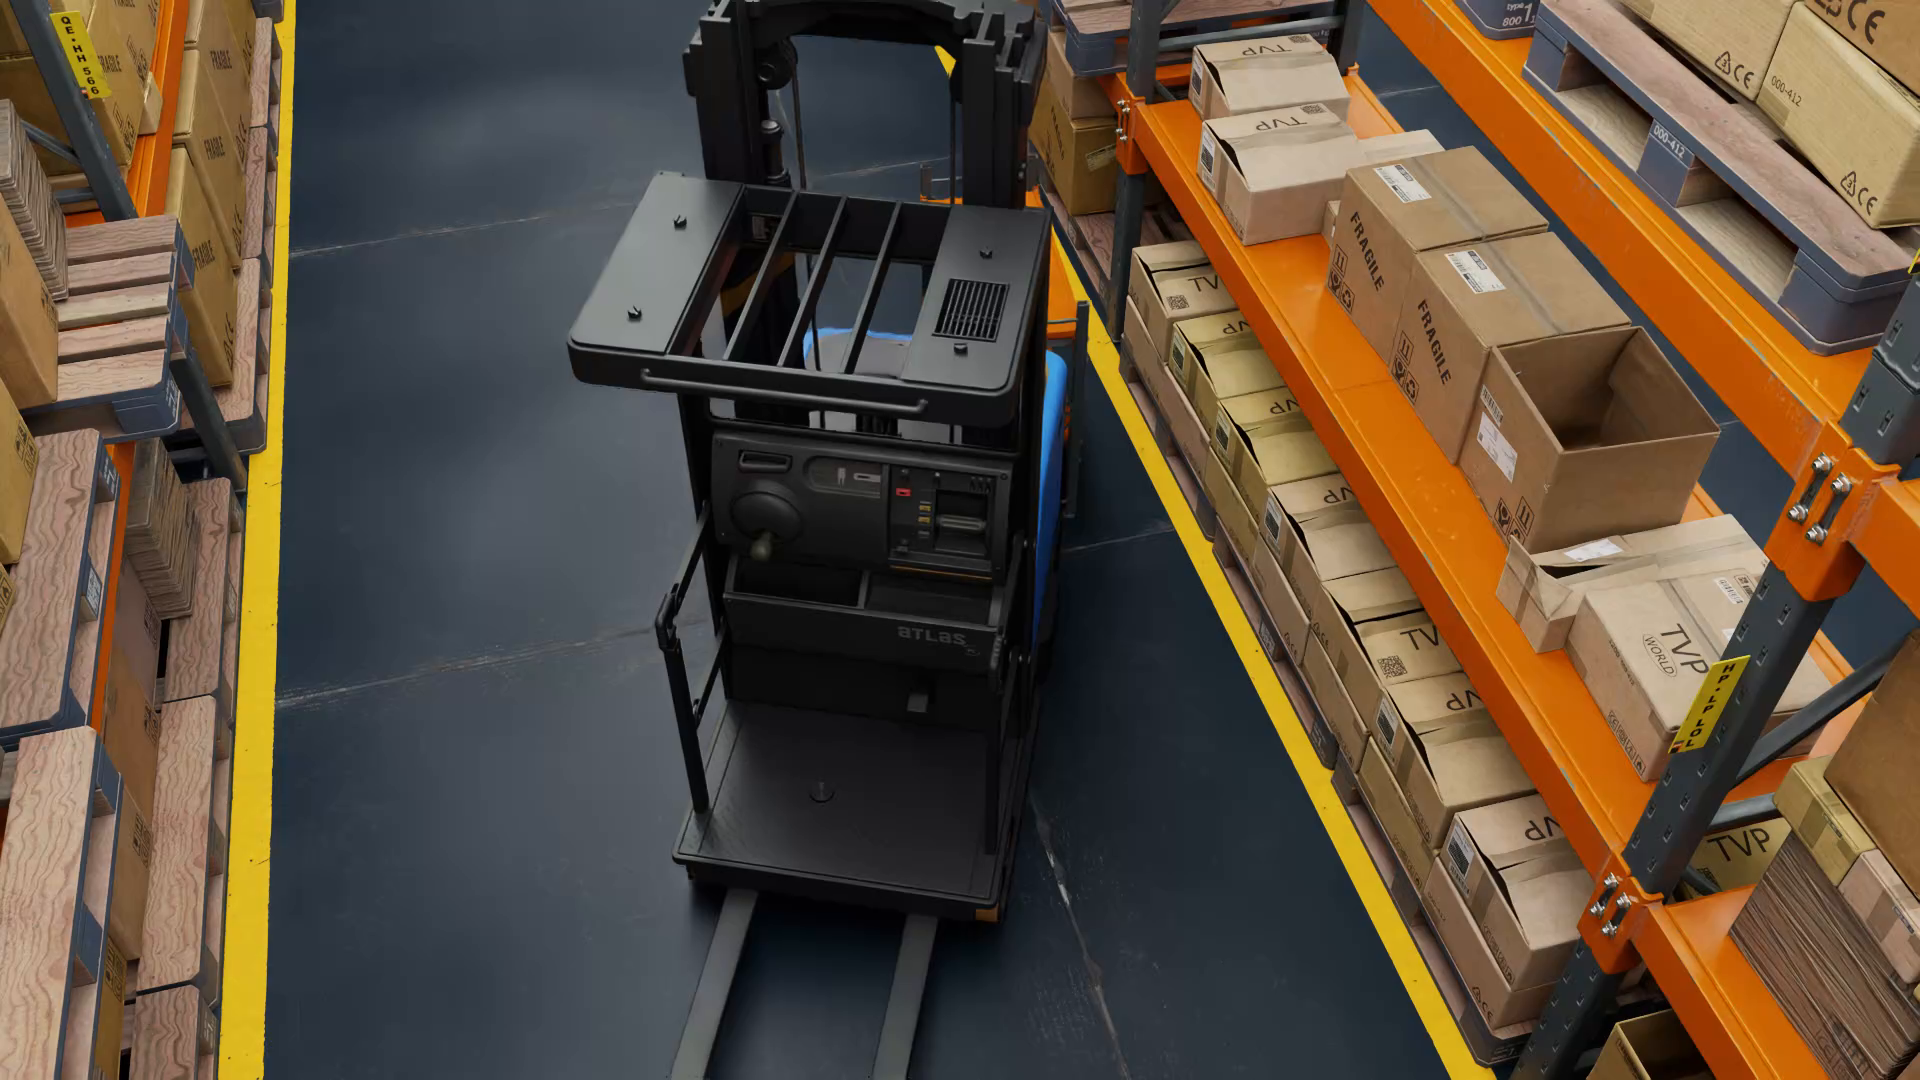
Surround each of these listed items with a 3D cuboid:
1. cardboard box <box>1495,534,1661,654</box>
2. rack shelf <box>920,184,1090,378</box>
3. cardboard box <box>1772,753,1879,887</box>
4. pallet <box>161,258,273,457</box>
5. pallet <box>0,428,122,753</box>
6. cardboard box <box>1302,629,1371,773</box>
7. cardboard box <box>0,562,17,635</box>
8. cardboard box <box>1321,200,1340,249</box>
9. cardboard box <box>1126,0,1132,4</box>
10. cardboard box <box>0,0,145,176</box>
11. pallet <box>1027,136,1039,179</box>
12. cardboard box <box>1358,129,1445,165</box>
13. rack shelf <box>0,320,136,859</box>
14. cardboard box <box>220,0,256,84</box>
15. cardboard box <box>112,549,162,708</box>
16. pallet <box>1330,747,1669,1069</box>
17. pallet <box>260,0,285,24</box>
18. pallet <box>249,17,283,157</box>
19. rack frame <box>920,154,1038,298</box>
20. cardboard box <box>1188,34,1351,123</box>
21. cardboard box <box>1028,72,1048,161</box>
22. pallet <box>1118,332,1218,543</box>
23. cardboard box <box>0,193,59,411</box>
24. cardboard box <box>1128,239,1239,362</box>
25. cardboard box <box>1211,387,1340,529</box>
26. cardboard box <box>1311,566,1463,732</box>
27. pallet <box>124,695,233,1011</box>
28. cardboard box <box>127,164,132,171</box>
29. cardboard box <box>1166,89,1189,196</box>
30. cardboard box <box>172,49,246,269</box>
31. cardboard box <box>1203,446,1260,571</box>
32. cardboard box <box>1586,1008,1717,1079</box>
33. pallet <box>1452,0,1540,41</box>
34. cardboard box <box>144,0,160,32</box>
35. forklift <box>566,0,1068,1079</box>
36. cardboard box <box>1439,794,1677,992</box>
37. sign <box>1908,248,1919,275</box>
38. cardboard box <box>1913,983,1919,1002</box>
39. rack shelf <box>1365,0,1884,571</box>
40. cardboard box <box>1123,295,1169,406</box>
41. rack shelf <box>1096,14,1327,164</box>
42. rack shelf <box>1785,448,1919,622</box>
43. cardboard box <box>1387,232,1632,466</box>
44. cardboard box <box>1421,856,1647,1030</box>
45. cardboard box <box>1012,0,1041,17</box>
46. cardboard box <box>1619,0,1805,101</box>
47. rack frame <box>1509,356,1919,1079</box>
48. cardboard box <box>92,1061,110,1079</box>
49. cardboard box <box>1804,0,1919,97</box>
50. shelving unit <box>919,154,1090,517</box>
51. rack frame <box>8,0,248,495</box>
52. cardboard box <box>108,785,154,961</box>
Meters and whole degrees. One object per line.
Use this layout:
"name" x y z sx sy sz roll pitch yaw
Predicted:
"cardboard box" 1.821 0.122 4.875 0.396 0.266 0.258 -12 47 -11
"rack shelf" 0.162 -1.043 6.825 0.538 0.278 1.000 -7 46 -6
"cardboard box" 2.105 0.607 3.781 0.380 0.149 0.250 -11 47 -10
"pallet" -3.717 -0.787 7.624 1.003 0.211 1.213 -11 47 -10
"pallet" -3.042 0.222 4.818 1.003 0.211 1.213 -11 47 -10
"cardboard box" 1.578 0.528 6.014 0.500 0.250 0.500 -10 46 -9
"cardboard box" -2.997 0.174 4.352 0.700 0.500 0.500 -5 46 -5
"cardboard box" 1.580 -1.155 6.208 0.380 0.149 0.250 -8 46 -7
"cardboard box" 0.929 -2.709 7.192 0.700 0.500 0.500 -26 51 -23
"cardboard box" -3.465 -1.733 6.307 0.500 0.500 0.500 -9 46 -9
"pallet" 0.736 -2.500 9.303 1.003 0.211 1.213 -11 47 -10
"cardboard box" 1.697 -1.455 6.502 0.380 0.149 0.250 -11 47 -10
"rack shelf" -3.076 0.428 4.985 1.077 0.370 4.000 -11 47 -10
"cardboard box" -4.320 -2.936 8.989 0.750 0.750 0.750 -10 46 -10
"cardboard box" -3.334 0.381 5.970 0.700 0.500 0.500 -11 47 -10
"pallet" 1.997 1.123 5.752 1.003 0.211 1.213 -11 47 -10
"pallet" -4.731 -3.530 10.312 1.003 0.211 1.213 -11 47 -10
"pallet" -4.342 -2.471 9.275 1.003 0.211 1.213 -11 47 -10
"rack frame" 0.081 -1.197 7.386 0.500 1.125 0.032 -7 46 -6
"cardboard box" 1.250 -1.823 6.749 0.500 0.311 0.500 -8 46 -8
"cardboard box" 0.601 -2.352 8.648 0.500 0.500 0.500 -12 47 -12
"pallet" 1.372 -0.562 7.403 1.003 0.211 1.213 -11 47 -10
"cardboard box" -3.289 -0.690 5.199 0.700 0.500 0.500 -15 47 -14
"cardboard box" 1.050 -1.079 7.196 0.500 0.311 0.500 -9 46 -9
"cardboard box" 1.321 -0.365 6.497 0.500 0.311 0.500 -12 47 -11
"cardboard box" 1.578 0.337 5.808 0.500 0.311 0.500 -11 47 -10
"pallet" -3.081 1.152 5.724 1.003 0.211 1.213 -11 47 -10
"cardboard box" -3.505 -1.569 6.600 0.380 0.149 0.250 -10 46 -10
"cardboard box" 1.220 -2.119 8.419 0.500 0.500 0.500 -12 47 -12
"cardboard box" -3.868 -1.737 7.814 0.750 0.750 0.750 -11 47 -11
"cardboard box" 1.318 -0.178 6.706 0.500 0.250 0.500 -12 47 -11
"cardboard box" 2.039 1.579 4.459 0.500 0.500 0.500 -11 47 -10
"pallet" 1.749 -1.873 4.768 1.003 0.211 1.213 -9 46 -8
"cardboard box" -3.716 -2.439 6.999 0.500 0.500 0.500 -11 47 -10
"forklift" -0.341 -0.002 4.950 1.130 2.935 3.031 7 46 7
"cardboard box" 1.843 1.041 5.119 0.500 0.311 0.500 -11 47 -10
"sign" 1.701 -0.586 2.793 0.100 0.325 0.005 -11 47 -10
"cardboard box" 2.237 0.959 3.437 0.380 0.149 0.250 -12 47 -11
"rack shelf" 1.711 -1.530 4.804 1.077 0.370 4.000 -11 47 -10
"cardboard box" 1.050 -0.882 7.396 0.500 0.250 0.500 -11 47 -10
"rack shelf" 0.687 -3.242 8.581 1.077 0.370 4.000 -11 47 -10
"rack shelf" 2.735 1.231 2.097 1.077 0.370 4.000 -11 47 -10
"cardboard box" 1.779 -0.629 5.447 0.500 0.500 0.500 -11 47 -10
"cardboard box" 1.837 1.231 5.326 0.500 0.250 0.500 -11 47 -11
"cardboard box" 0.449 -3.001 8.759 0.500 0.250 0.500 -12 47 -11
"cardboard box" 1.932 -1.302 3.887 0.500 0.250 0.500 -15 47 -14
"rack frame" 2.223 0.649 4.265 1.000 3.000 0.127 -11 47 -10
"cardboard box" -2.769 1.773 4.605 0.700 0.500 0.500 -9 46 -9
"cardboard box" 2.104 -1.191 3.254 0.500 0.500 0.500 -10 46 -10
"shelving unit" 0.162 -0.838 7.034 0.538 1.125 1.048 -7 46 -6
"rack frame" -3.588 -1.205 6.081 1.000 3.000 0.127 -11 47 -10
"cardboard box" -3.041 1.065 5.299 0.700 0.500 0.500 -10 46 -10
